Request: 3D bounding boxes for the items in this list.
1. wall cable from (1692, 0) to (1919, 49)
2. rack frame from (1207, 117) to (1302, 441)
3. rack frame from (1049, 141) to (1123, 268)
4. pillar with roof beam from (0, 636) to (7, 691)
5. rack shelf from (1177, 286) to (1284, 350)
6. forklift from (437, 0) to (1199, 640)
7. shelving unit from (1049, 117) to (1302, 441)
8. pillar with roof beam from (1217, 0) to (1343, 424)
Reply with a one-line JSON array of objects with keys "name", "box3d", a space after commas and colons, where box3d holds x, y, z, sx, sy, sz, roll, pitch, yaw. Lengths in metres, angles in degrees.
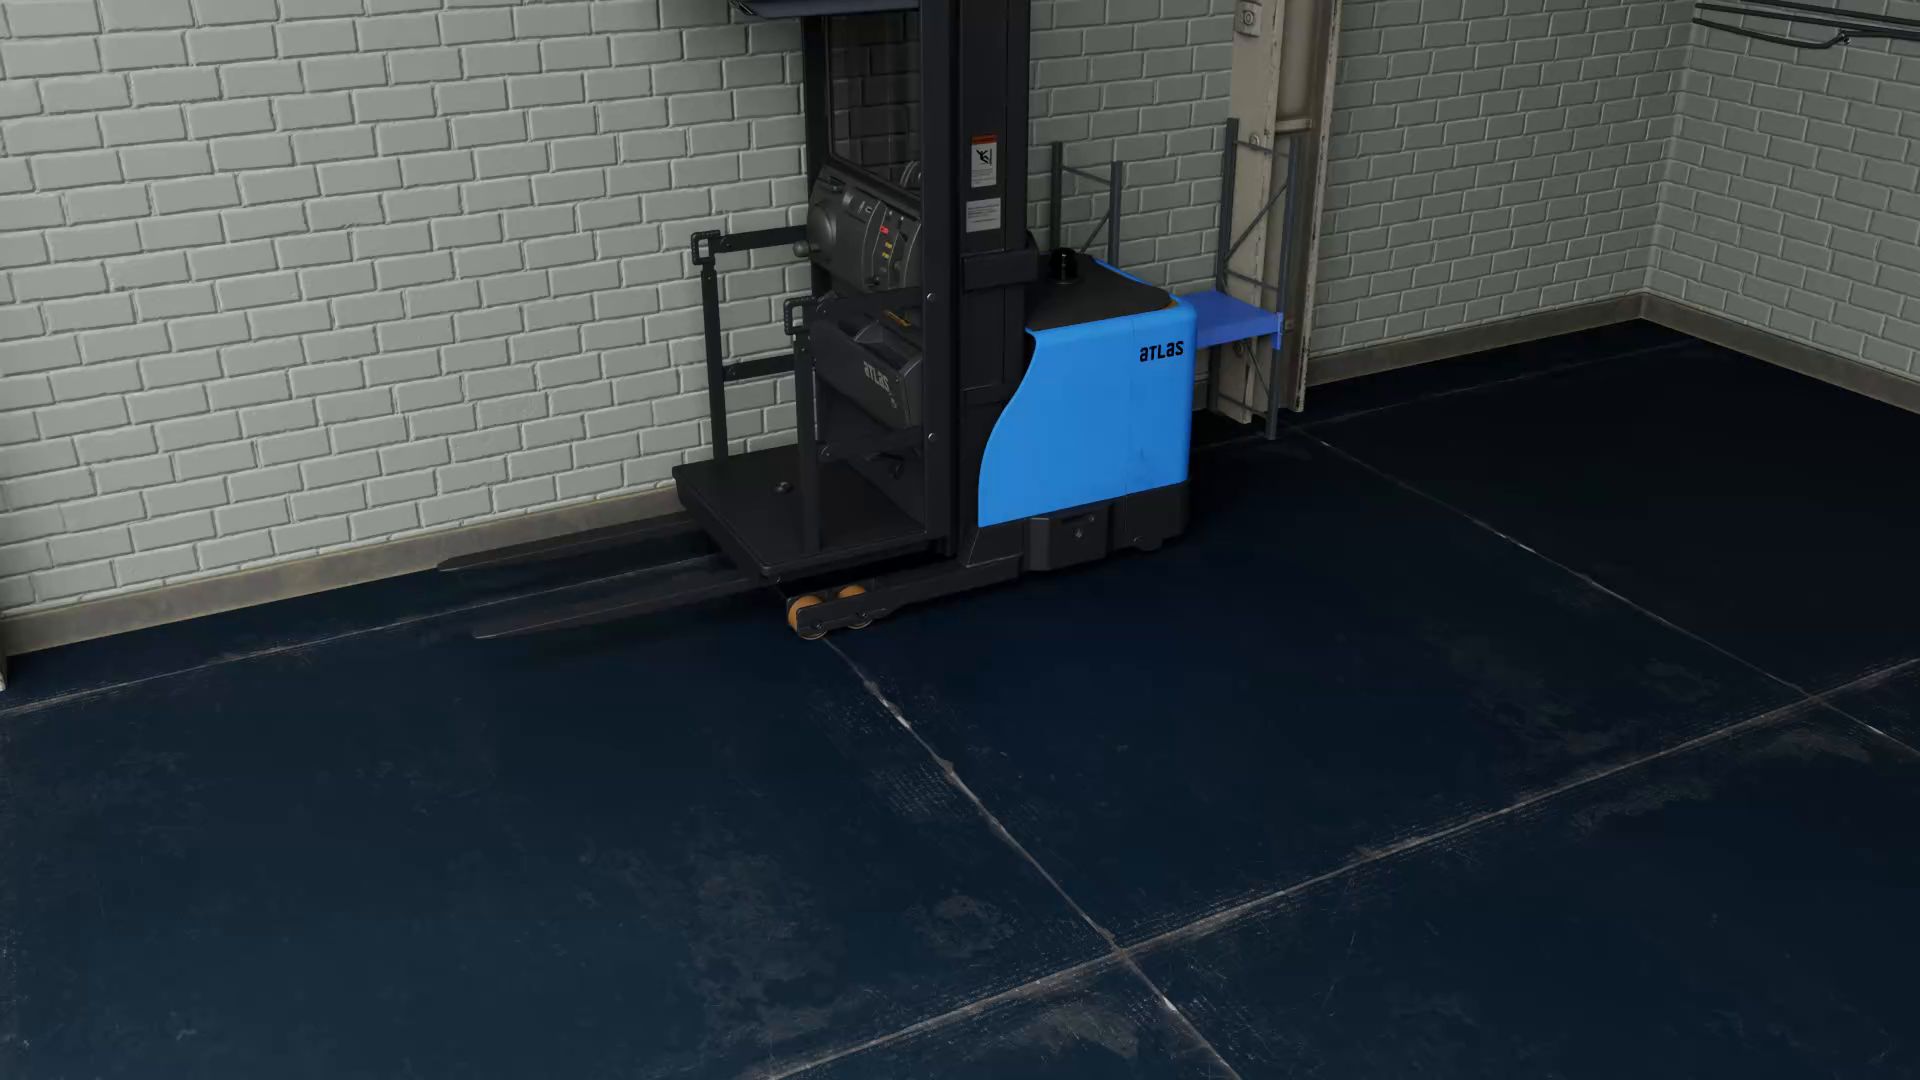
[{"name": "wall cable", "box3d": [4.768, -3.444, 7.613, 0.112, 2.526, 3.097, -13, 29, -25]}, {"name": "rack frame", "box3d": [1.428, -1.267, 8.147, 0.032, 1.500, 0.500, -15, 29, -28]}, {"name": "rack frame", "box3d": [0.559, -1.040, 7.671, 0.032, 1.500, 0.500, -15, 29, -28]}, {"name": "pillar with roof beam", "box3d": [-1.722, -1.882, 0.774, 0.400, 9.000, 9.100, -13, 29, -25]}, {"name": "rack shelf", "box3d": [0.993, -0.991, 7.986, 1.000, 0.185, 0.538, -15, 29, -28]}, {"name": "forklift", "box3d": [-0.559, -1.196, 6.354, 3.031, 2.935, 1.130, -13, 28, -25]}, {"name": "shelving unit", "box3d": [0.994, -1.153, 7.909, 1.048, 1.500, 0.538, -15, 29, -28]}, {"name": "pillar with roof beam", "box3d": [3.572, -3.105, 3.319, 0.400, 9.000, 9.100, -13, 29, -25]}]
